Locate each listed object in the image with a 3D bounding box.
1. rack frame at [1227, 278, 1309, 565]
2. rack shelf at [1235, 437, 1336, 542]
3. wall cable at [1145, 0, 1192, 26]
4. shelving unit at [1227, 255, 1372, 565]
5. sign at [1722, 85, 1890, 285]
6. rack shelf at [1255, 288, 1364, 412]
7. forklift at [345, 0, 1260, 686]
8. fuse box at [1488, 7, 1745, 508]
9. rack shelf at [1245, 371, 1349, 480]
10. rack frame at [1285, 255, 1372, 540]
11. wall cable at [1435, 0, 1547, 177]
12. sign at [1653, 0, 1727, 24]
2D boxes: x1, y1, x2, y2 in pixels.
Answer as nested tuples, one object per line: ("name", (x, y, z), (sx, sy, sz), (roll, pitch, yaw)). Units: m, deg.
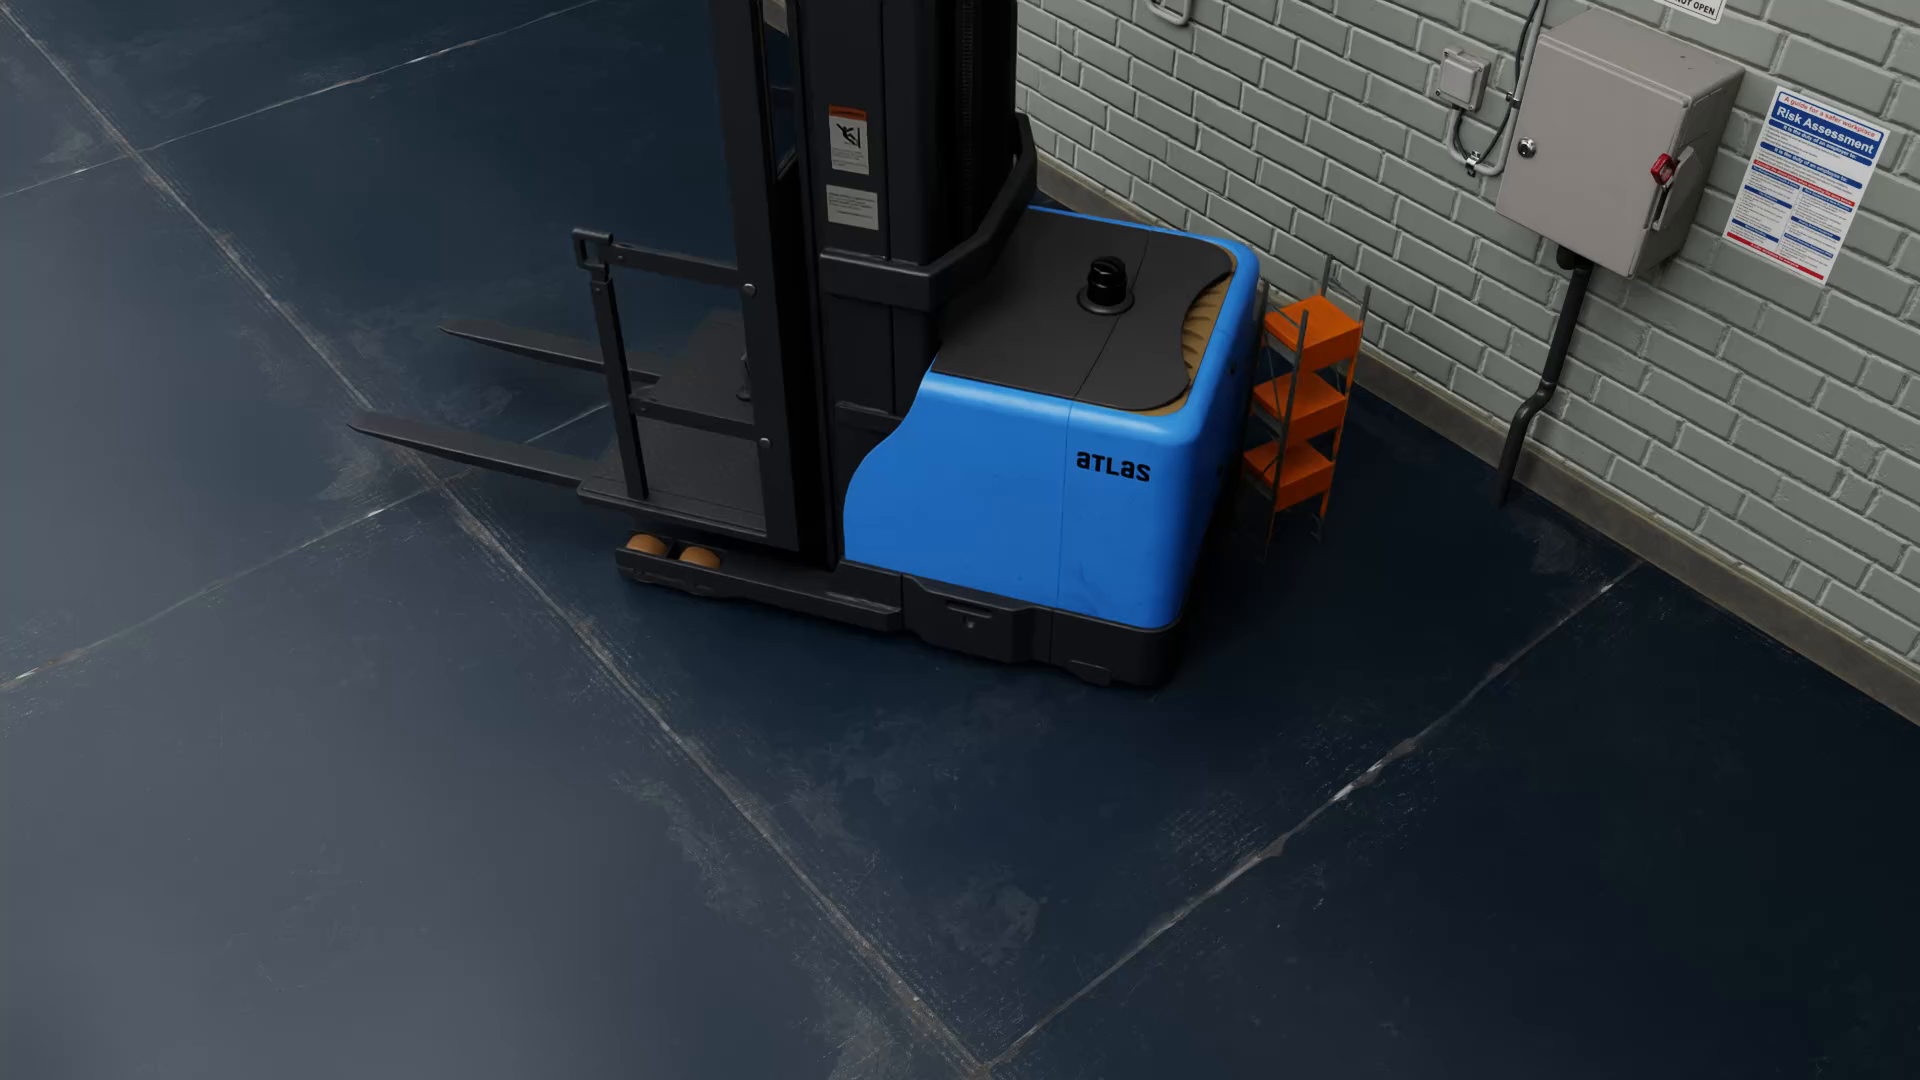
("rack frame", (0.982, -0.355, 5.361), (0.008, 1.050, 0.200), (-22, 48, -22))
("rack shelf", (1.087, -0.188, 5.604), (0.240, 0.259, 0.215), (-22, 48, -22))
("wall cable", (0.661, -2.748, 5.720), (0.123, 1.953, 0.585), (-30, 51, -28))
("shelving unit", (1.087, -0.398, 5.406), (0.252, 1.050, 0.215), (-22, 48, -22))
("sign", (2.373, -0.996, 4.689), (0.001, 0.494, 0.329), (-30, 51, -28))
("rack shelf", (1.087, -0.597, 5.219), (0.240, 0.259, 0.215), (-22, 48, -22))
("forklift", (-0.630, -1.211, 4.899), (3.031, 2.935, 1.130), (13, 45, 13))
("fuse box", (1.897, -0.729, 5.277), (0.414, 1.711, 0.539), (-30, 51, -28))
("rack shelf", (1.087, -0.390, 5.414), (0.240, 0.259, 0.215), (-22, 48, -22))
("rack frame", (1.192, -0.441, 5.452), (0.008, 1.050, 0.200), (-22, 48, -22))
("wall cable", (1.580, -1.997, 4.943), (0.122, 1.984, 0.588), (-30, 51, -28))
("sign", (2.020, -1.620, 4.681), (0.001, 0.242, 0.339), (-30, 51, -28))
